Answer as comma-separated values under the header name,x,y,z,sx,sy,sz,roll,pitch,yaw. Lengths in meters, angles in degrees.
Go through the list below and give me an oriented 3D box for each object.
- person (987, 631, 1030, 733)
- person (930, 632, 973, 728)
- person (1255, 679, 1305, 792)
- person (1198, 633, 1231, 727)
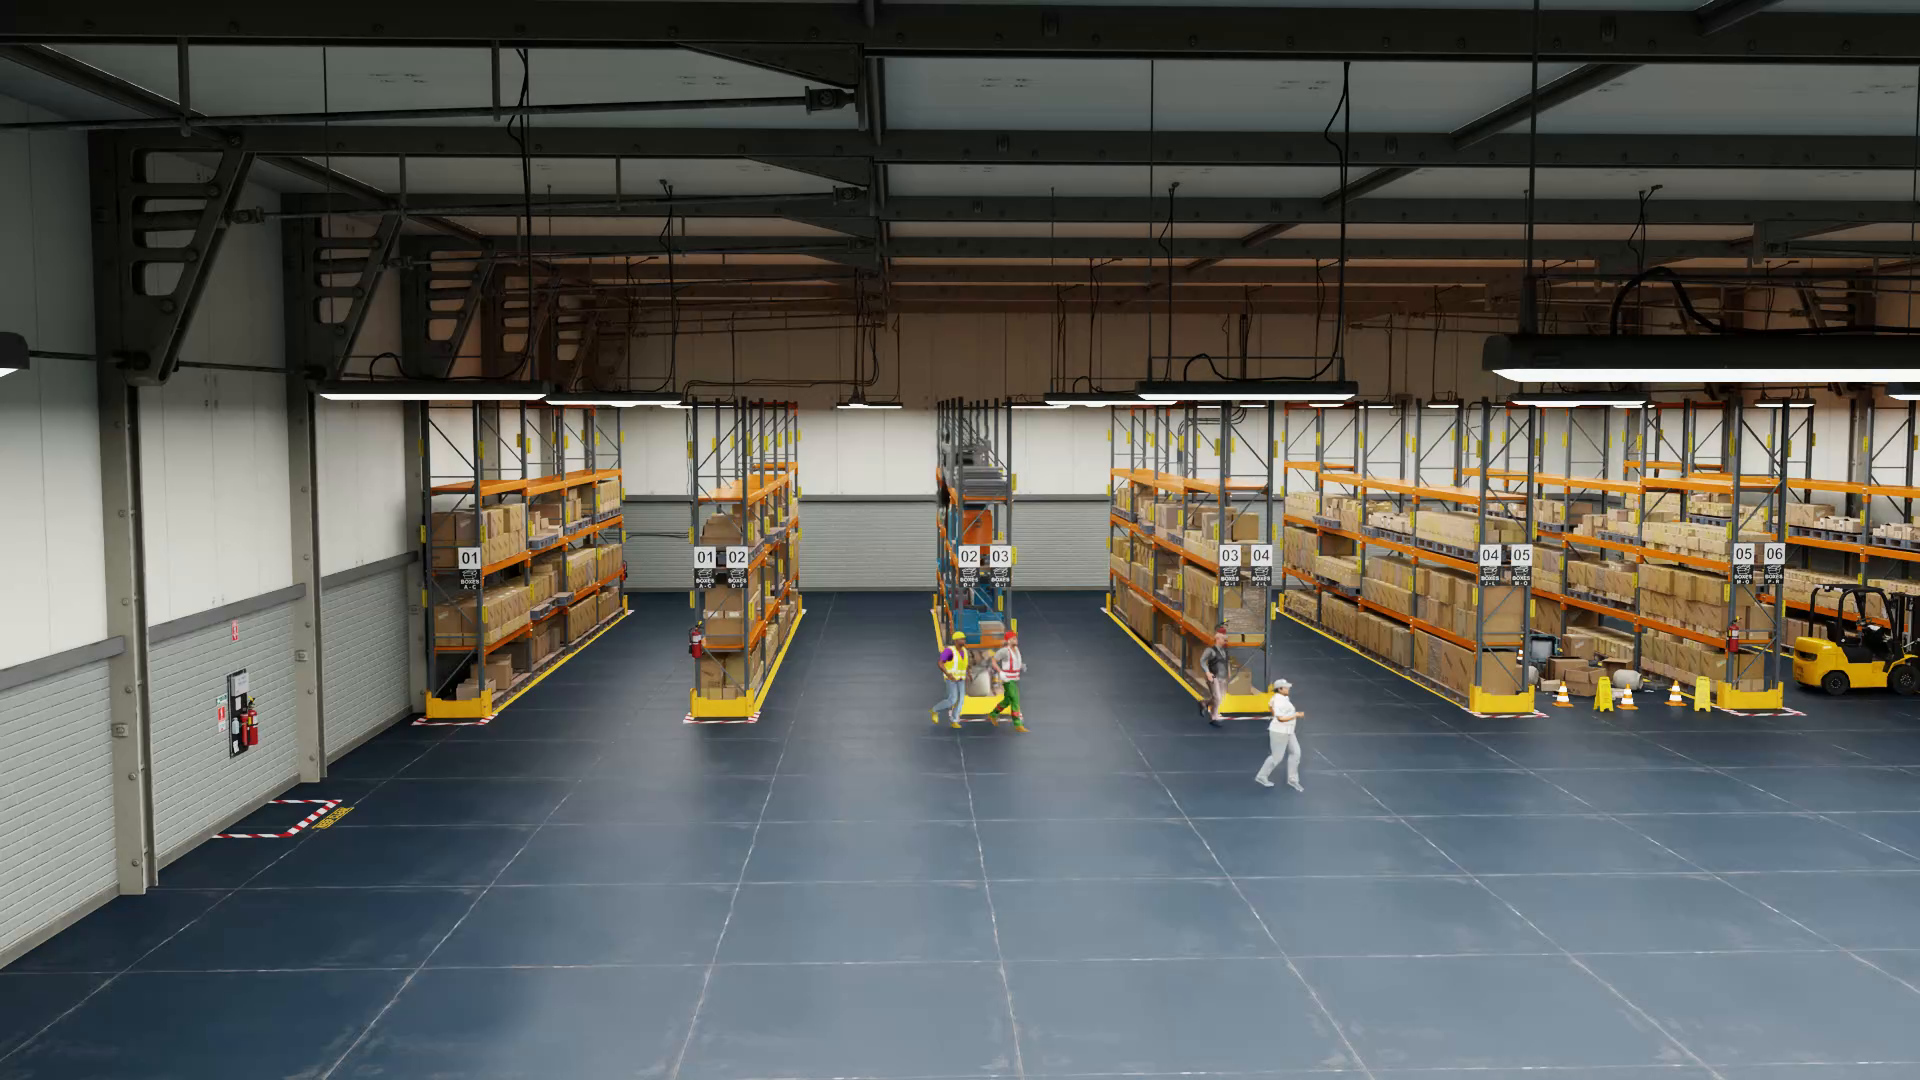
name,x,y,z,sx,sy,sz,roll,pitch,yaw
person,0.885,2.505,29.736,0.905,1.779,0.648,3,5,31
person,-0.085,2.525,30.290,0.713,1.720,0.748,4,6,43
person,4.840,2.951,25.110,0.726,1.721,0.590,2,5,22
person,4.683,2.537,30.508,0.700,1.669,0.695,-3,5,-36
